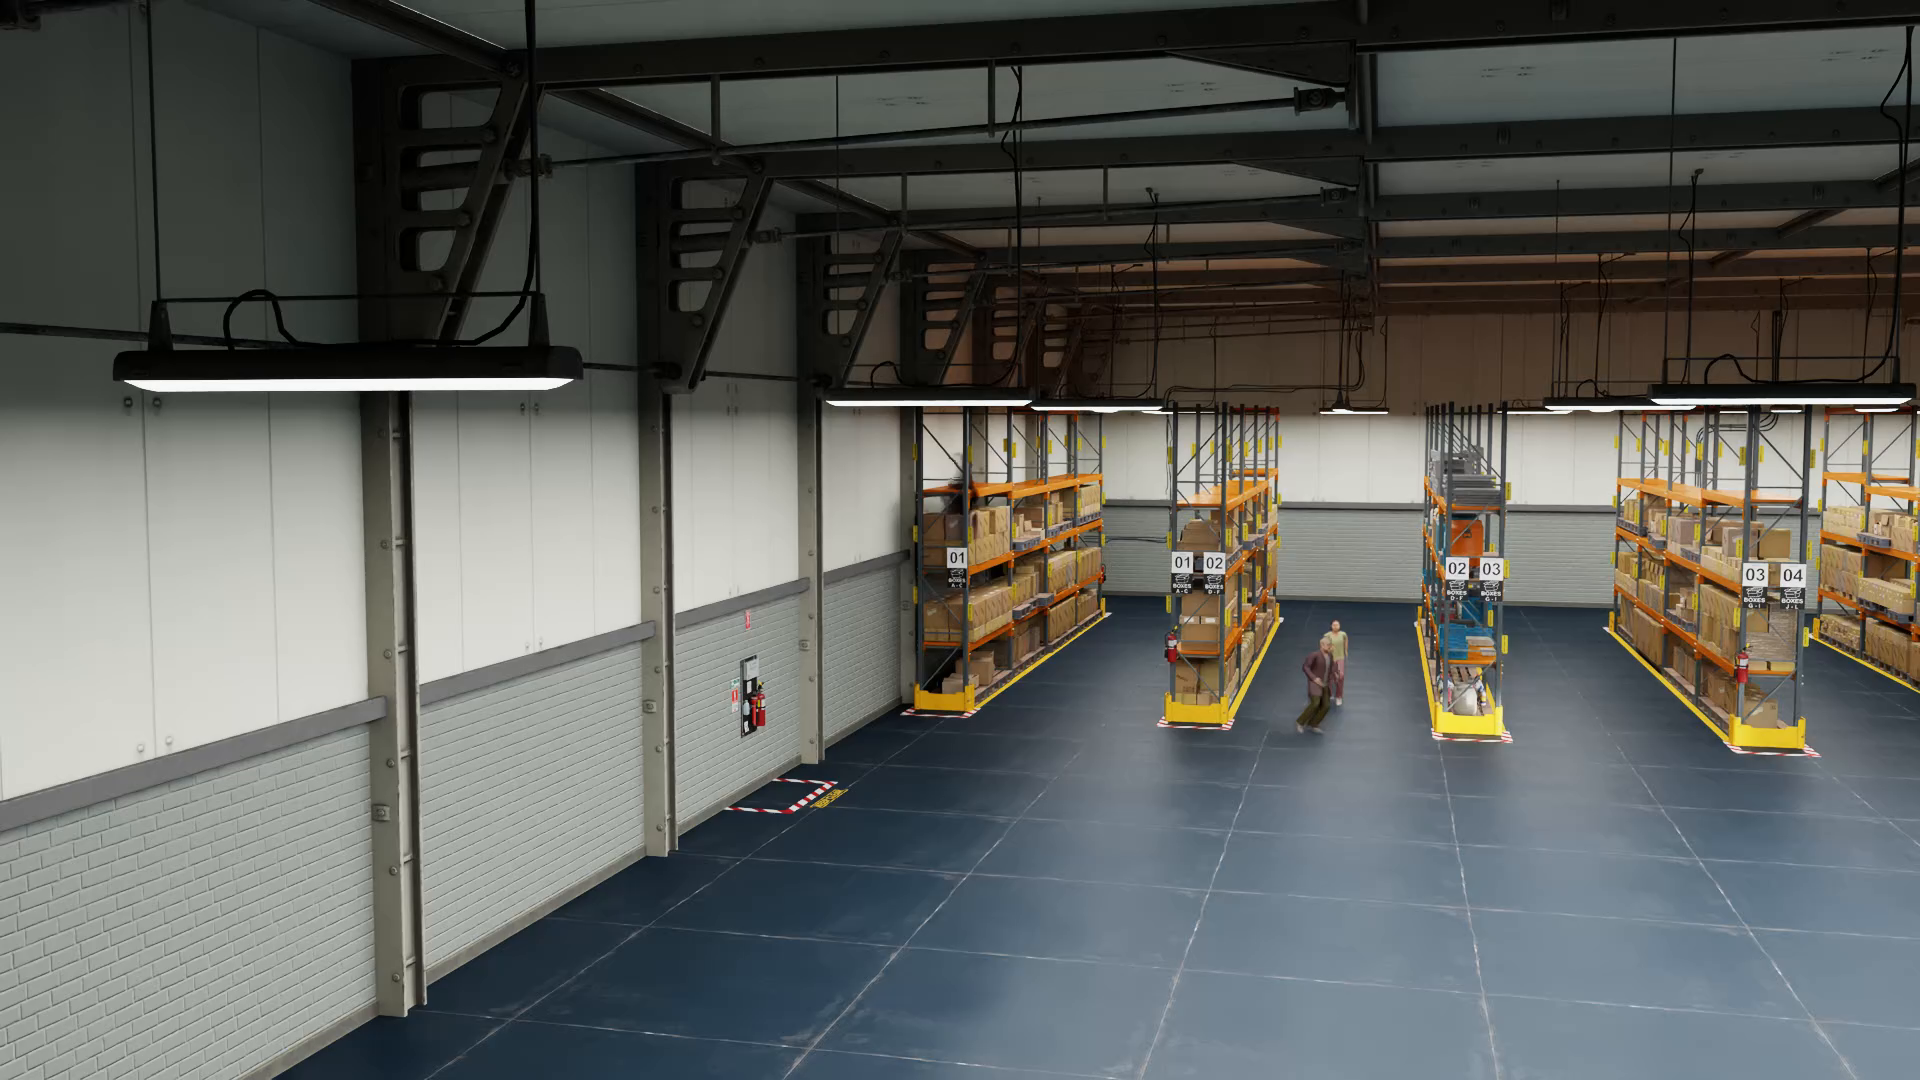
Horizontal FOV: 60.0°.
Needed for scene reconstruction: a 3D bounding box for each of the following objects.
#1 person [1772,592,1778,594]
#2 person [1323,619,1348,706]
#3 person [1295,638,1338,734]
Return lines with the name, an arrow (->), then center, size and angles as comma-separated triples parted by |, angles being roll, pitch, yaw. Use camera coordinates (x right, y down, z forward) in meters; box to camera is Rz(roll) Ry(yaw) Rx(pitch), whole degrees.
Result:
person -> 21.254, 1.599, 43.905 | 0.649, 1.802, 0.822 | 2, 5, 21
person -> 7.497, 2.429, 33.271 | 0.563, 1.723, 0.821 | 0, 4, 3
person -> 6.514, 2.657, 30.217 | 0.905, 1.749, 0.635 | -4, 6, -42
